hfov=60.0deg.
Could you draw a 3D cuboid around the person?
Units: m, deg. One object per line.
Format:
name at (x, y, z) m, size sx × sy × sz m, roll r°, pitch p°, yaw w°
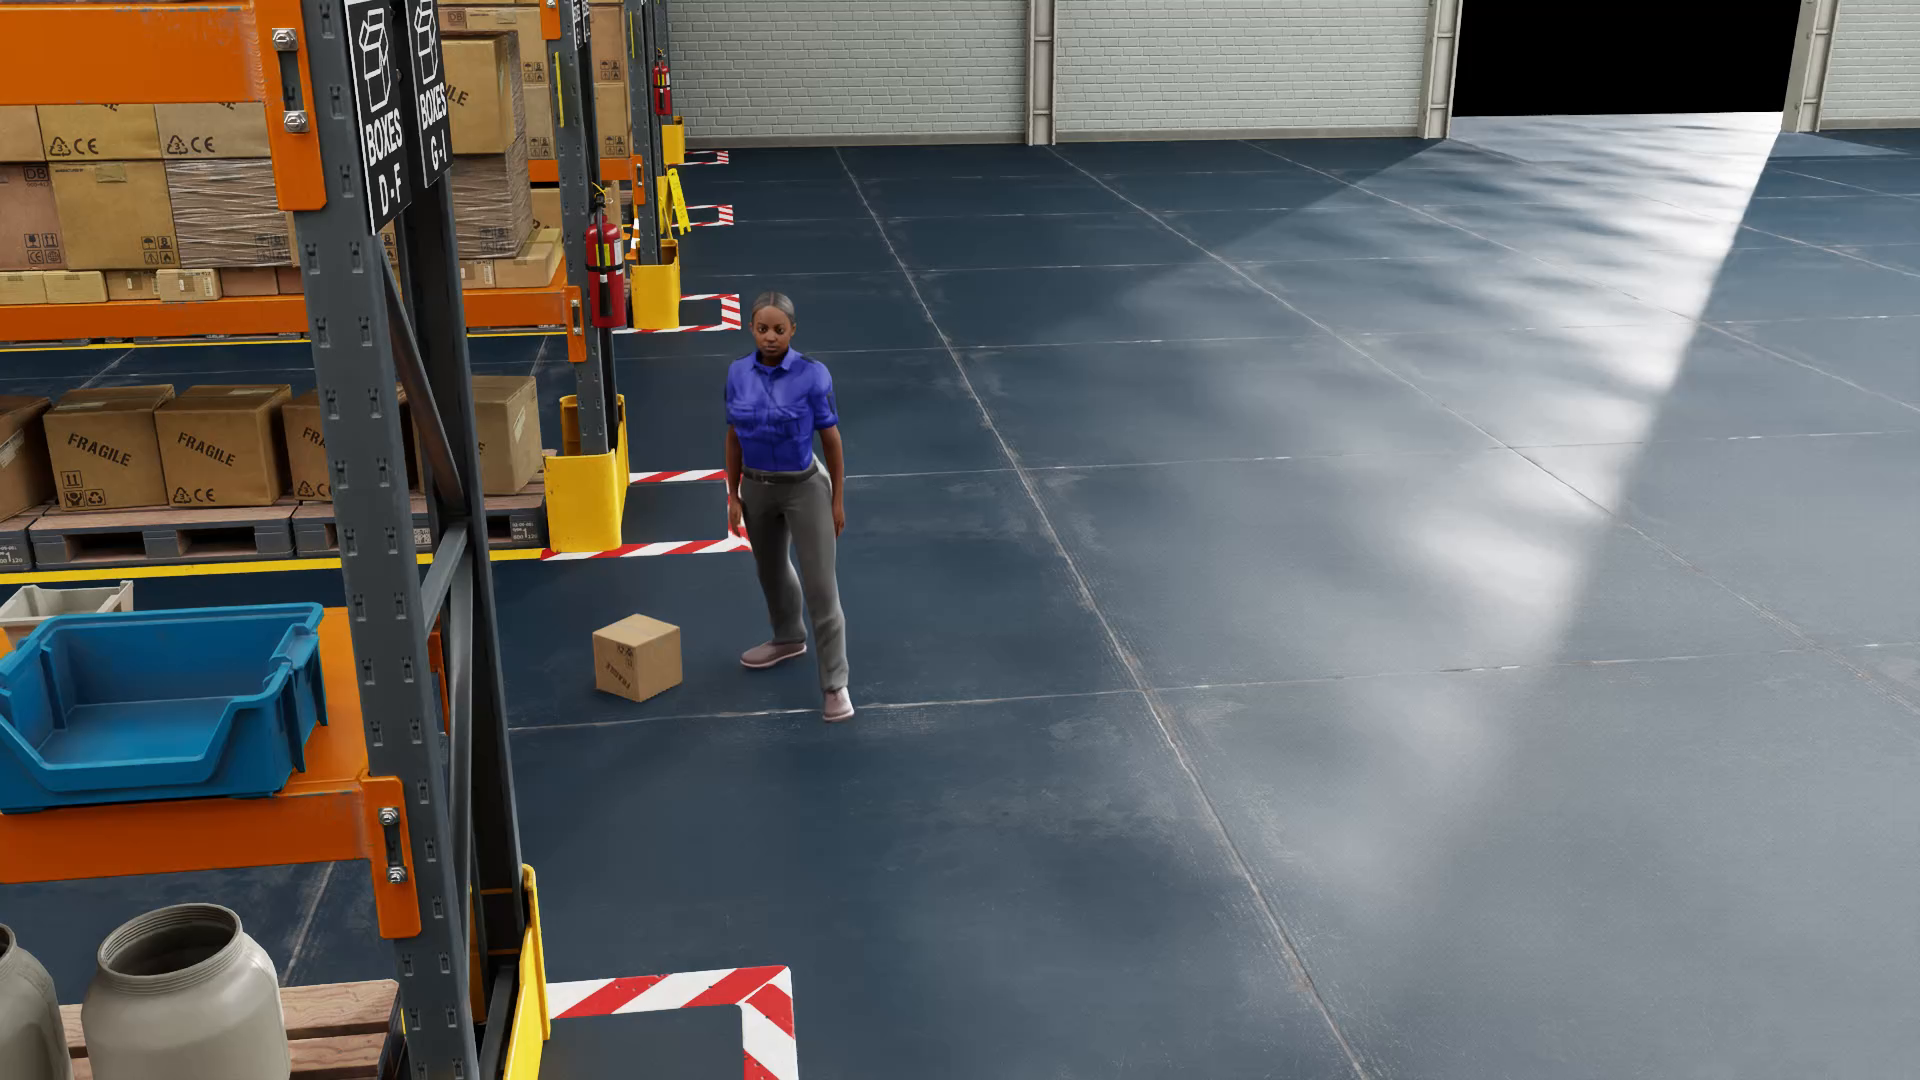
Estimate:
person at (-0.651, -0.152, 6.464) m, size 0.671 × 1.634 × 0.738 m, roll 6°, pitch 21°, yaw 15°
